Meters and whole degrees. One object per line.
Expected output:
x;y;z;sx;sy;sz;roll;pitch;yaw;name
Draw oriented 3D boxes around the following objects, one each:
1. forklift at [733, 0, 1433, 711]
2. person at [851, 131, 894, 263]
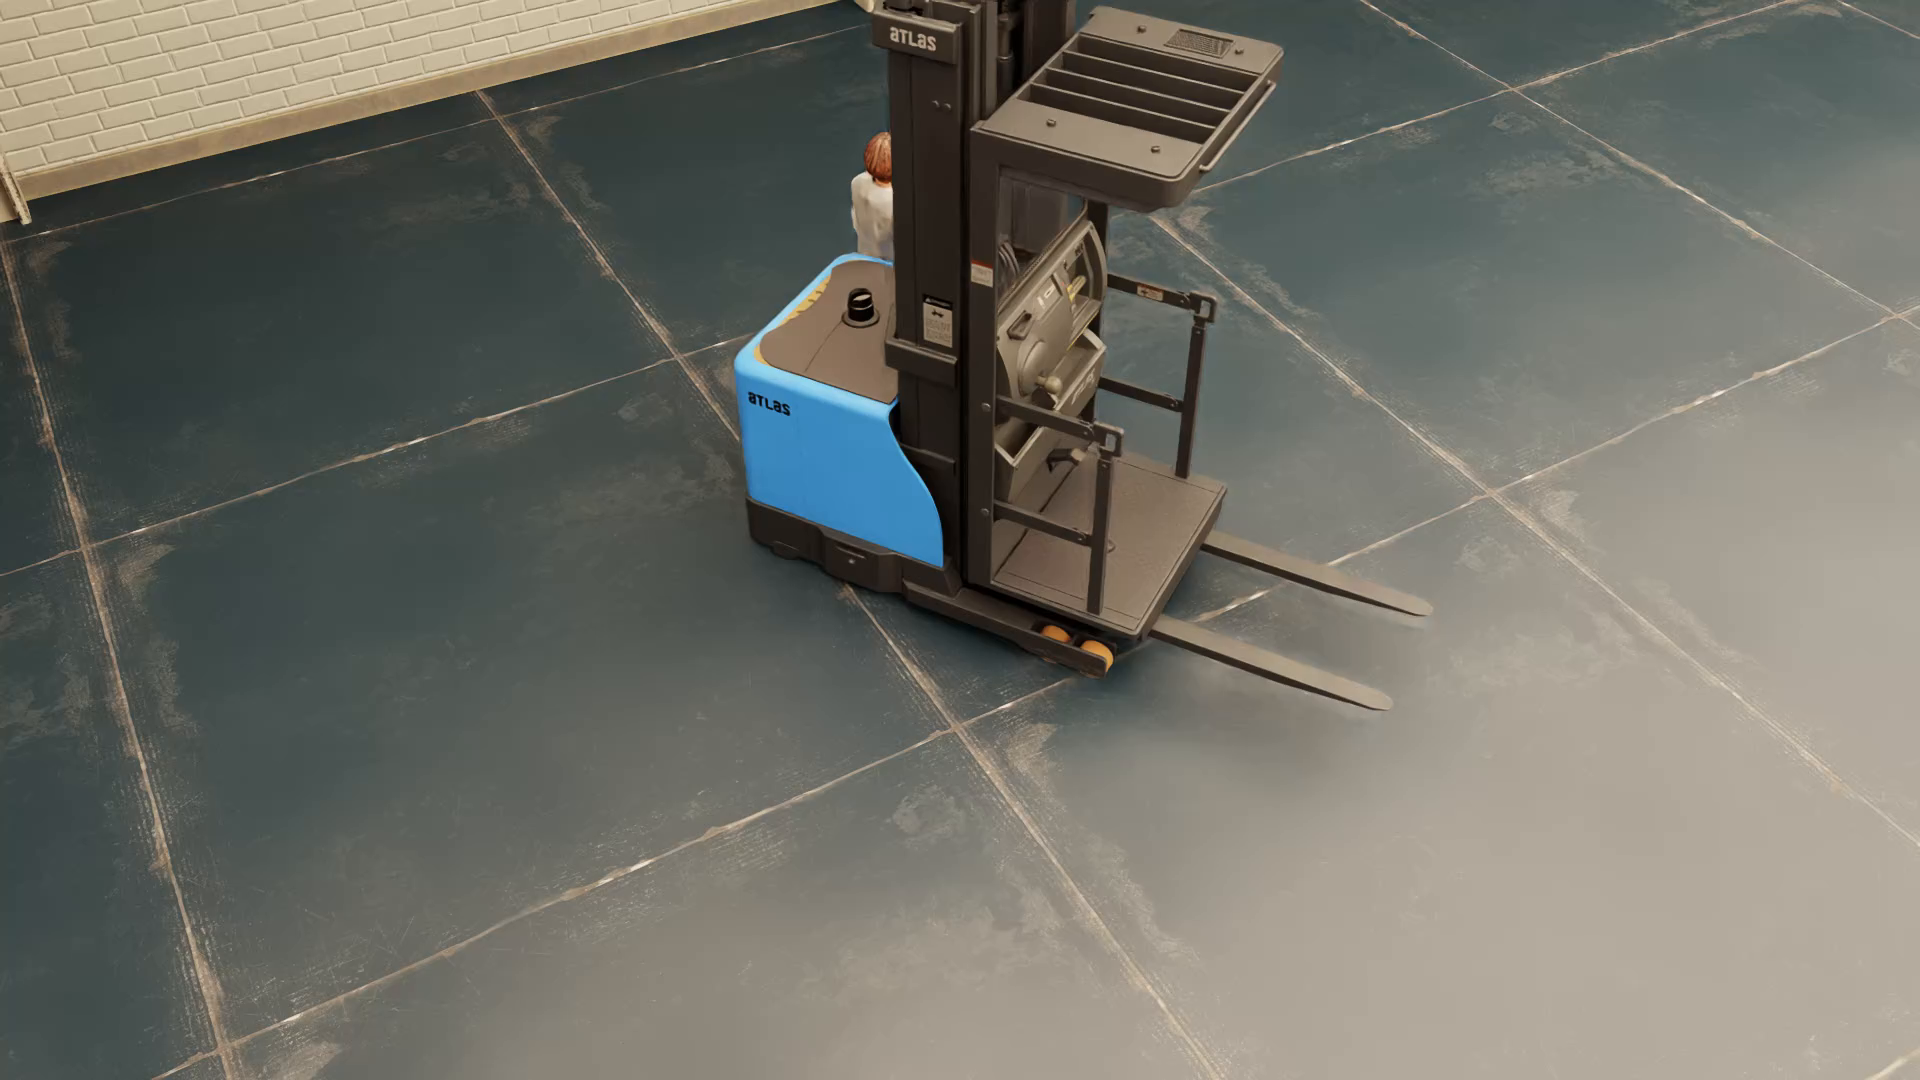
0.557;-0.891;6.658;3.031;2.935;1.130;19;46;20;forklift
-0.225;-1.284;8.033;0.510;1.583;0.561;-26;49;-26;person
